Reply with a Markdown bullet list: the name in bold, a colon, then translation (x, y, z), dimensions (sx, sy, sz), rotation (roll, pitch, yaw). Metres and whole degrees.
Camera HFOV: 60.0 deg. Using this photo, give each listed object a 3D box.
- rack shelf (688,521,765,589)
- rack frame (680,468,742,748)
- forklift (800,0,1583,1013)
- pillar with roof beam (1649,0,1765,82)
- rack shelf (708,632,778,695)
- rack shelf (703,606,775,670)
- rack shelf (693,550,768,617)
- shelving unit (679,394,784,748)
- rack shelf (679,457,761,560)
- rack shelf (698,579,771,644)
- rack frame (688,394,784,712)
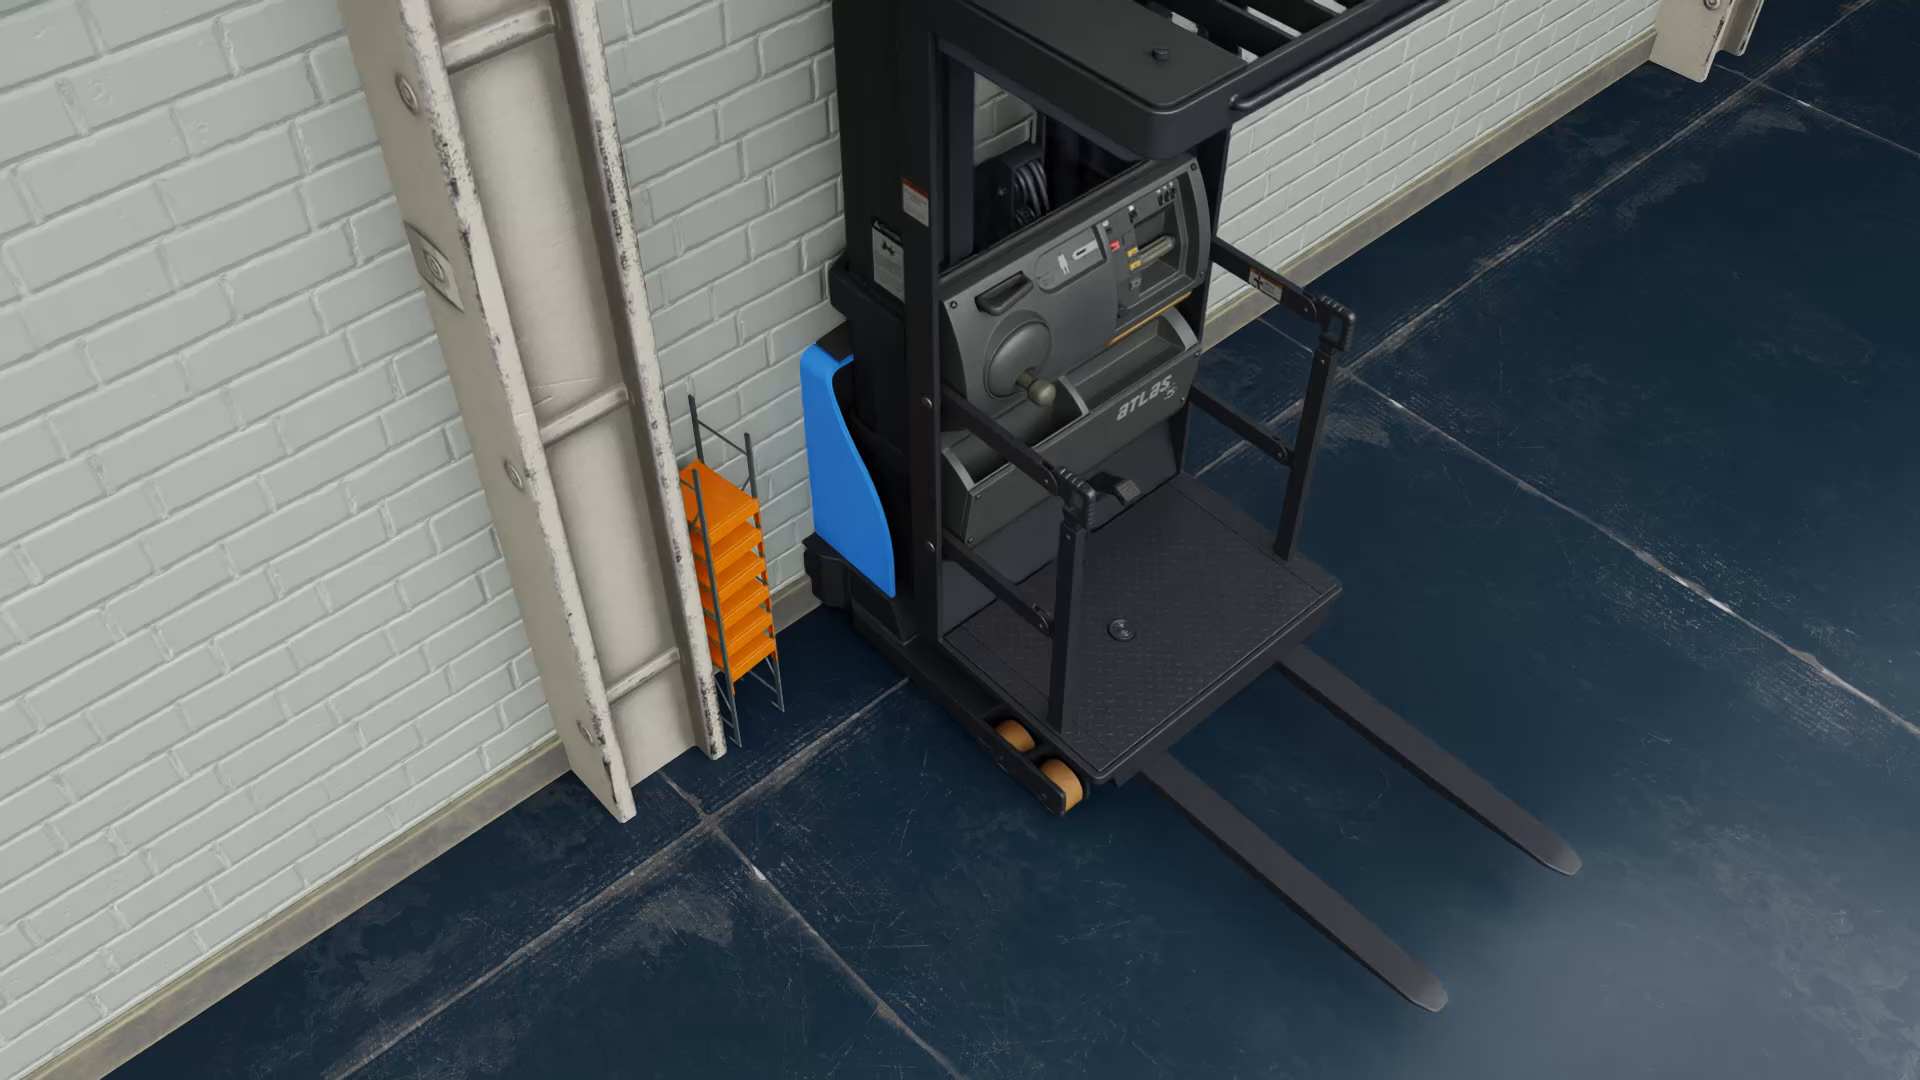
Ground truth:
- **rack shelf**: translation (-0.704, -0.008, 4.674), dimensions (0.258, 0.103, 0.180), rotation (33, 55, 27)
- **rack frame**: translation (-0.766, 0.175, 4.771), dimensions (0.240, 1.200, 0.006), rotation (33, 55, 27)
- **forklift**: translation (0.471, -0.605, 4.314), dimensions (1.130, 2.935, 3.031), rotation (-34, 56, -27)
- **pillar with roof beam**: translation (6.368, -3.010, 2.405), dimensions (0.400, 9.000, 9.100), rotation (-34, 56, -27)
- **rack shelf**: translation (-0.706, 0.319, 5.026), dimensions (0.258, 0.103, 0.180), rotation (33, 55, 27)
- **rack shelf**: translation (-0.705, 0.237, 4.938), dimensions (0.258, 0.103, 0.180), rotation (33, 55, 27)
- **rack shelf**: translation (-0.704, 0.074, 4.762), dimensions (0.258, 0.103, 0.180), rotation (33, 55, 27)
- **shelving unit**: translation (-0.705, 0.125, 4.817), dimensions (0.258, 1.200, 0.189), rotation (33, 55, 27)
- **rack shelf**: translation (-0.704, -0.090, 4.586), dimensions (0.258, 0.103, 0.180), rotation (33, 55, 27)
- **rack shelf**: translation (-0.705, 0.156, 4.850), dimensions (0.258, 0.103, 0.180), rotation (33, 55, 27)
- **rack frame**: translation (-0.644, 0.076, 4.864), dimensions (0.240, 1.200, 0.006), rotation (33, 55, 27)
